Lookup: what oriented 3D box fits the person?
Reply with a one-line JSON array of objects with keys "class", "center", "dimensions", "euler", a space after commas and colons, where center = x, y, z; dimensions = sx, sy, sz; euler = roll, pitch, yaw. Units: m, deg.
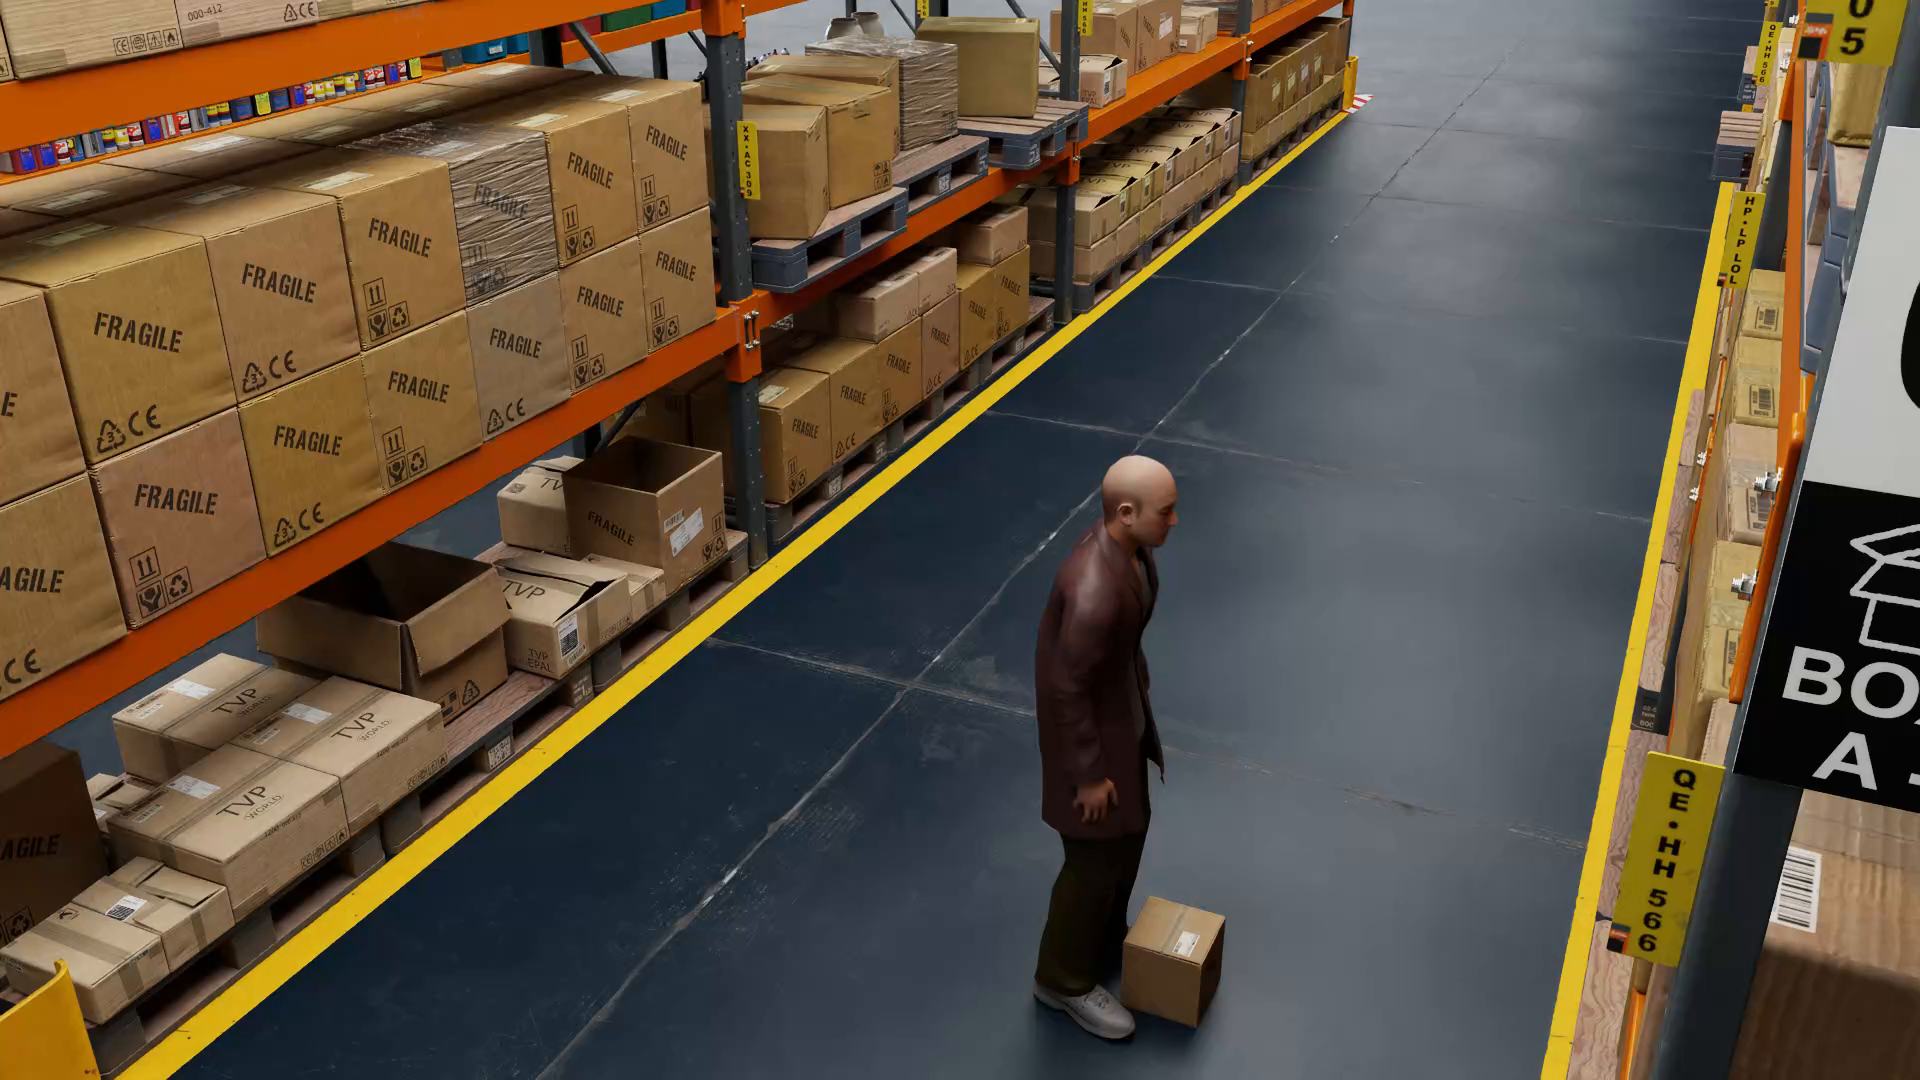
[{"class": "person", "center": [0.439, 0.576, 4.938], "dimensions": [0.429, 1.772, 0.649], "euler": [9, 27, 19]}]
